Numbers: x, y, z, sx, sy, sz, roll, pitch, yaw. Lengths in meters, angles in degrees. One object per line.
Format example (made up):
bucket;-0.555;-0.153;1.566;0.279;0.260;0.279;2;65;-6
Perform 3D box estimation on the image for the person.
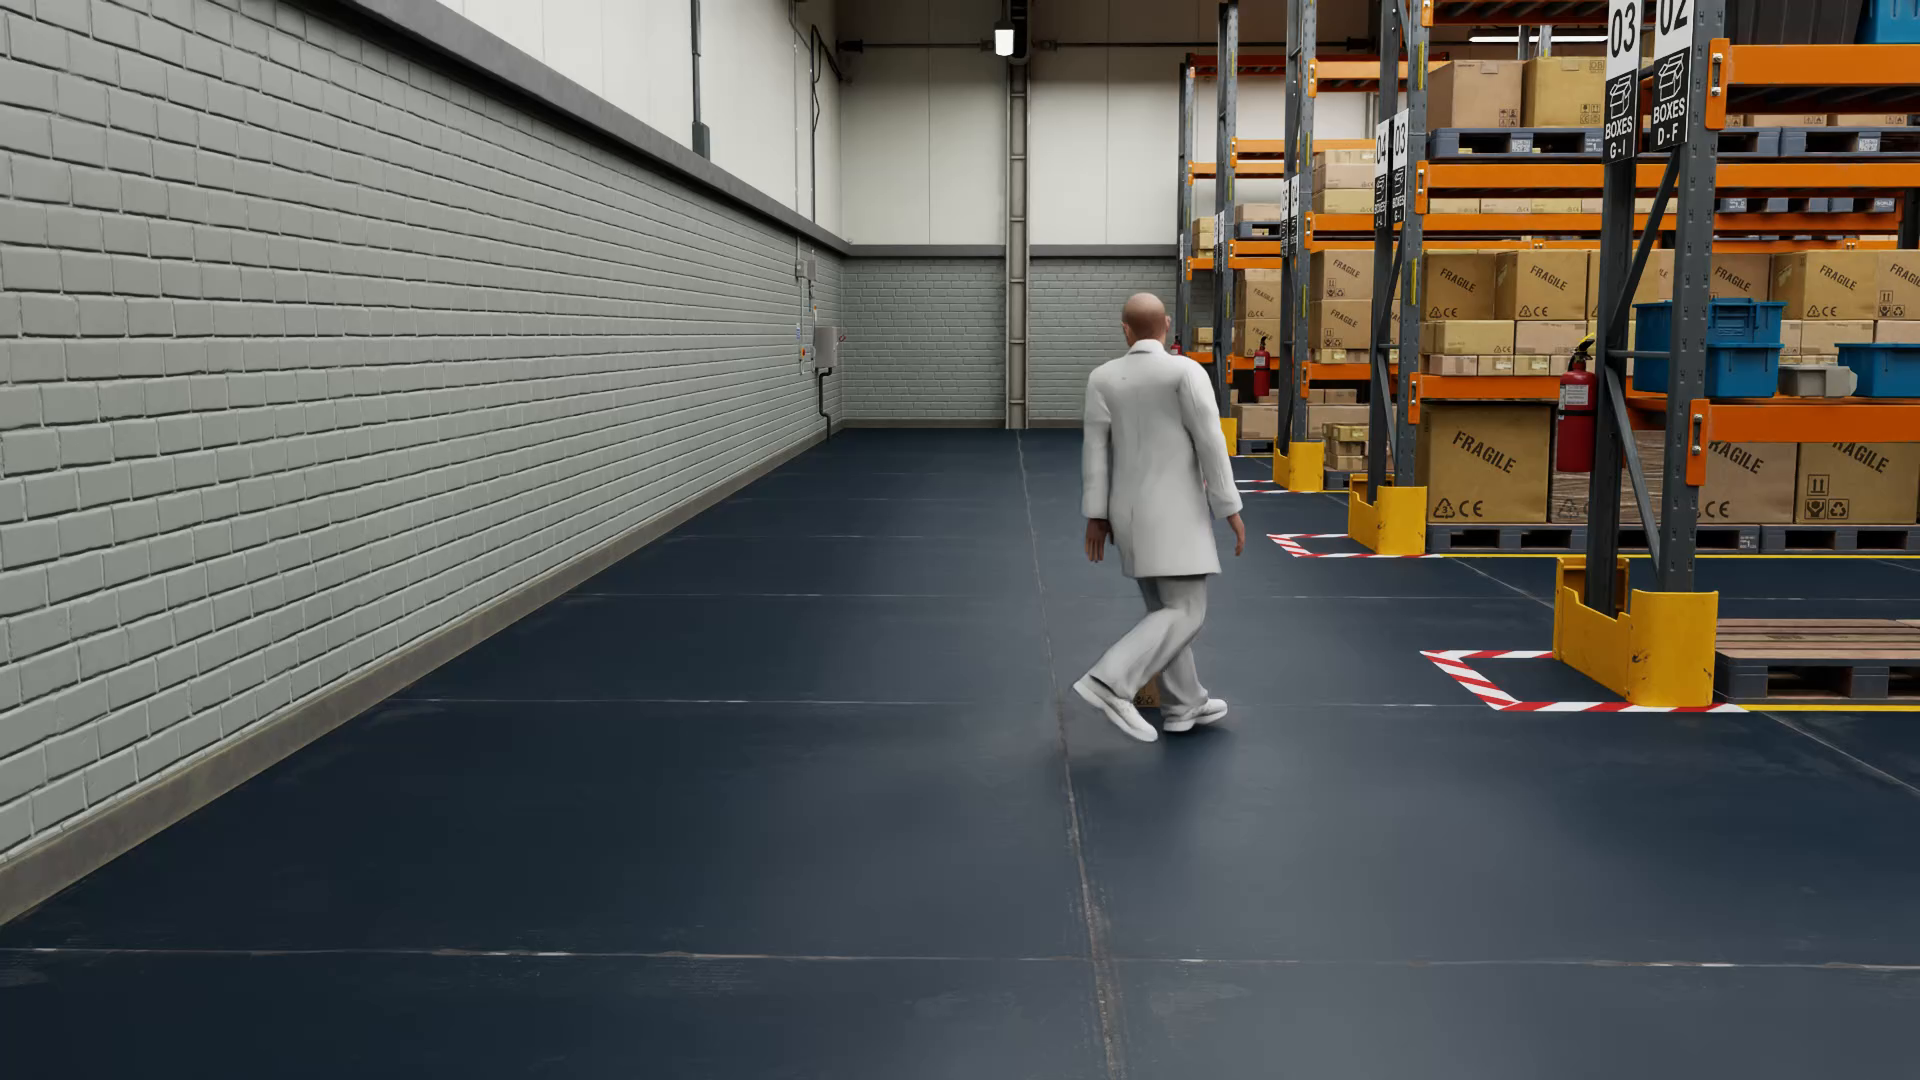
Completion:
person;0.783;-0.084;6.505;0.911;1.752;0.628;-7;10;-42
